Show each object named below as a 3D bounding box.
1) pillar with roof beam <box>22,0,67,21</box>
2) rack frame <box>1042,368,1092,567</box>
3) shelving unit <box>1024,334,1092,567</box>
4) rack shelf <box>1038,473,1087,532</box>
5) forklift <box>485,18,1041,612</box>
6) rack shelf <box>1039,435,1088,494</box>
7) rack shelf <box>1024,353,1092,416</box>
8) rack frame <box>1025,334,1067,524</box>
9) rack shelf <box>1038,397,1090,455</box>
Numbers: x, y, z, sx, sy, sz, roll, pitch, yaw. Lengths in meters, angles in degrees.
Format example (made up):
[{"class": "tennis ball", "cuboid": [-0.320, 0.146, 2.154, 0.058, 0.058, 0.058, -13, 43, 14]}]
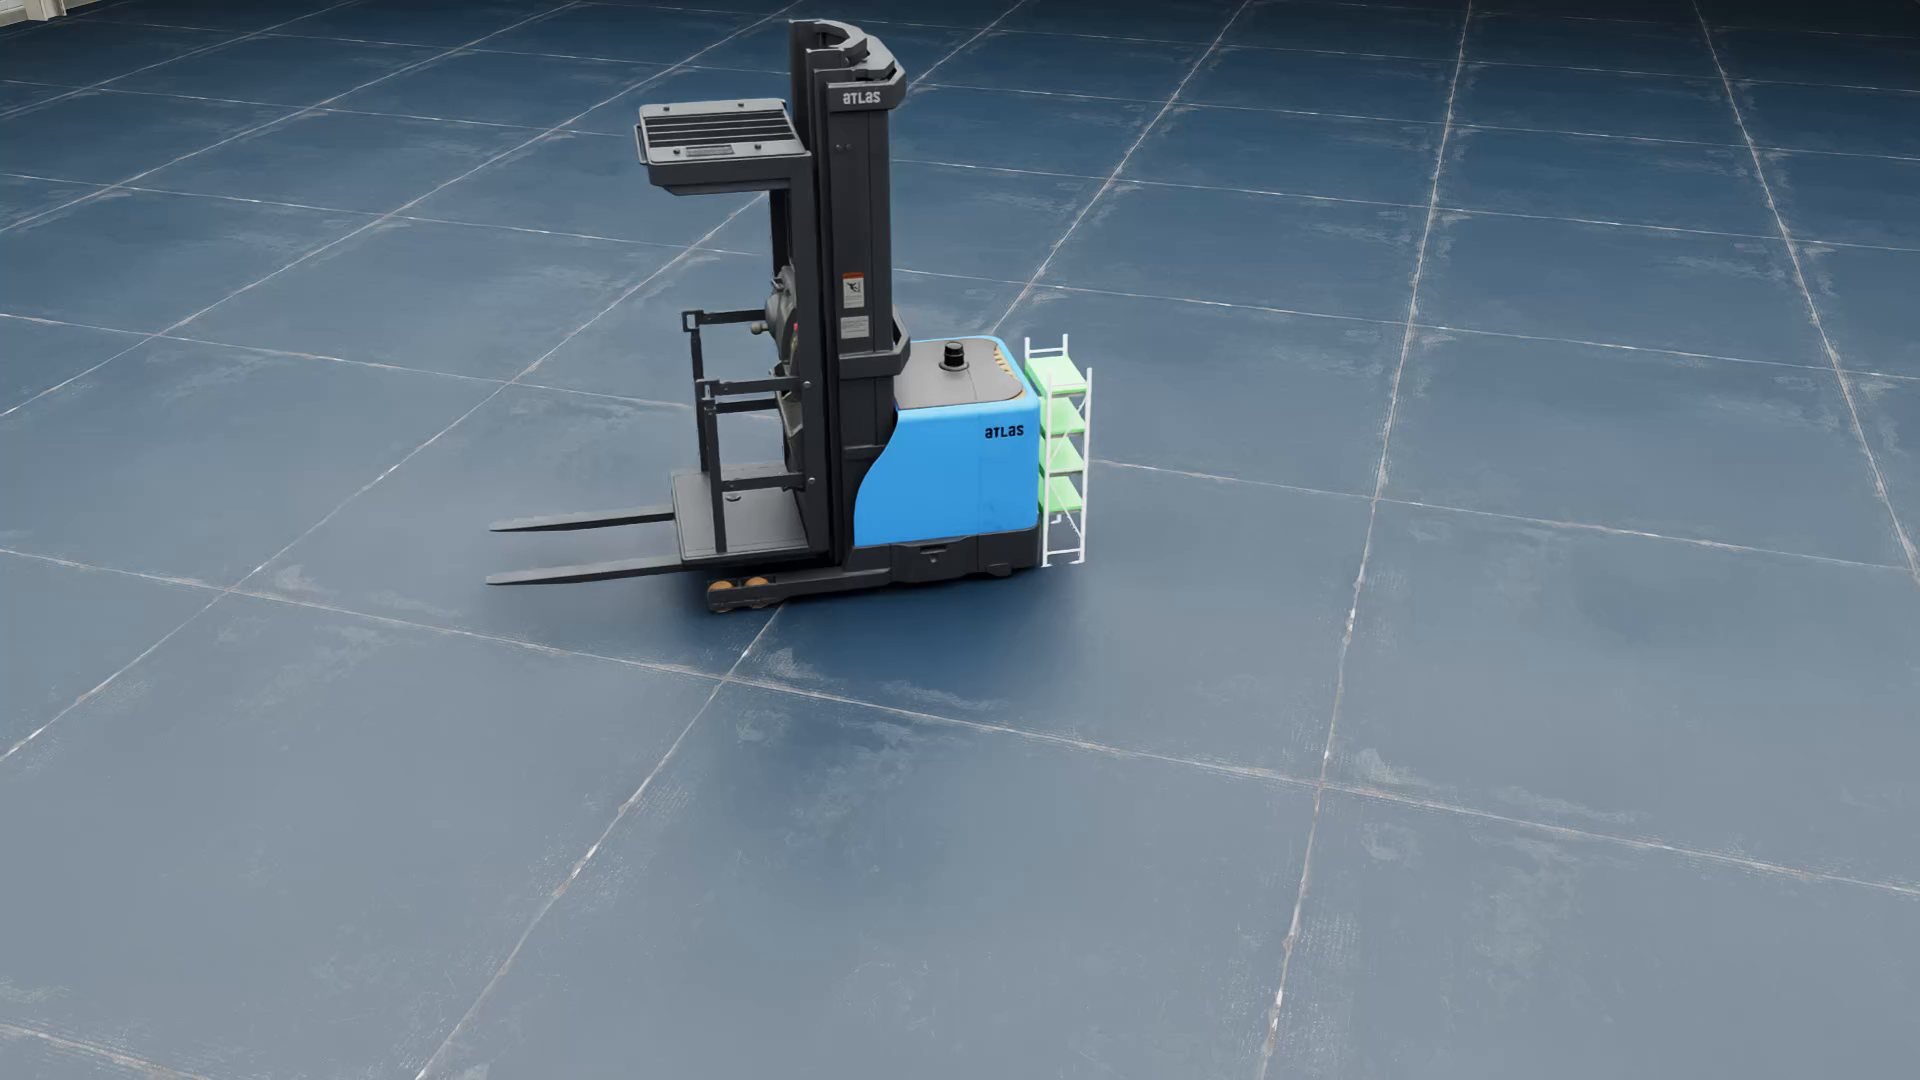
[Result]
[{"class": "pillar with roof beam", "cuboid": [-8.200, -10.369, 19.134, 9.100, 9.000, 0.400, 8, 30, 15]}, {"class": "rack frame", "cuboid": [0.589, -0.387, 9.211, 0.240, 1.200, 0.015, -6, 30, -11]}, {"class": "shelving unit", "cuboid": [0.537, -0.503, 9.419, 0.258, 1.200, 0.503, -6, 30, -11]}, {"class": "rack shelf", "cuboid": [0.537, -0.237, 9.567, 0.258, 0.148, 0.480, -6, 30, -11]}, {"class": "forklift", "cuboid": [-1.124, -1.168, 8.835, 3.031, 2.935, 1.130, -6, 30, -11]}, {"class": "rack shelf", "cuboid": [0.537, -0.447, 9.450, 0.258, 0.148, 0.480, -6, 30, -11]}, {"class": "rack shelf", "cuboid": [0.538, -0.866, 9.217, 0.258, 0.148, 0.480, -6, 30, -11]}, {"class": "rack frame", "cuboid": [0.486, -0.618, 9.627, 0.240, 1.200, 0.015, -6, 30, -11]}, {"class": "rack shelf", "cuboid": [0.538, -0.656, 9.333, 0.258, 0.148, 0.480, -6, 30, -11]}]
